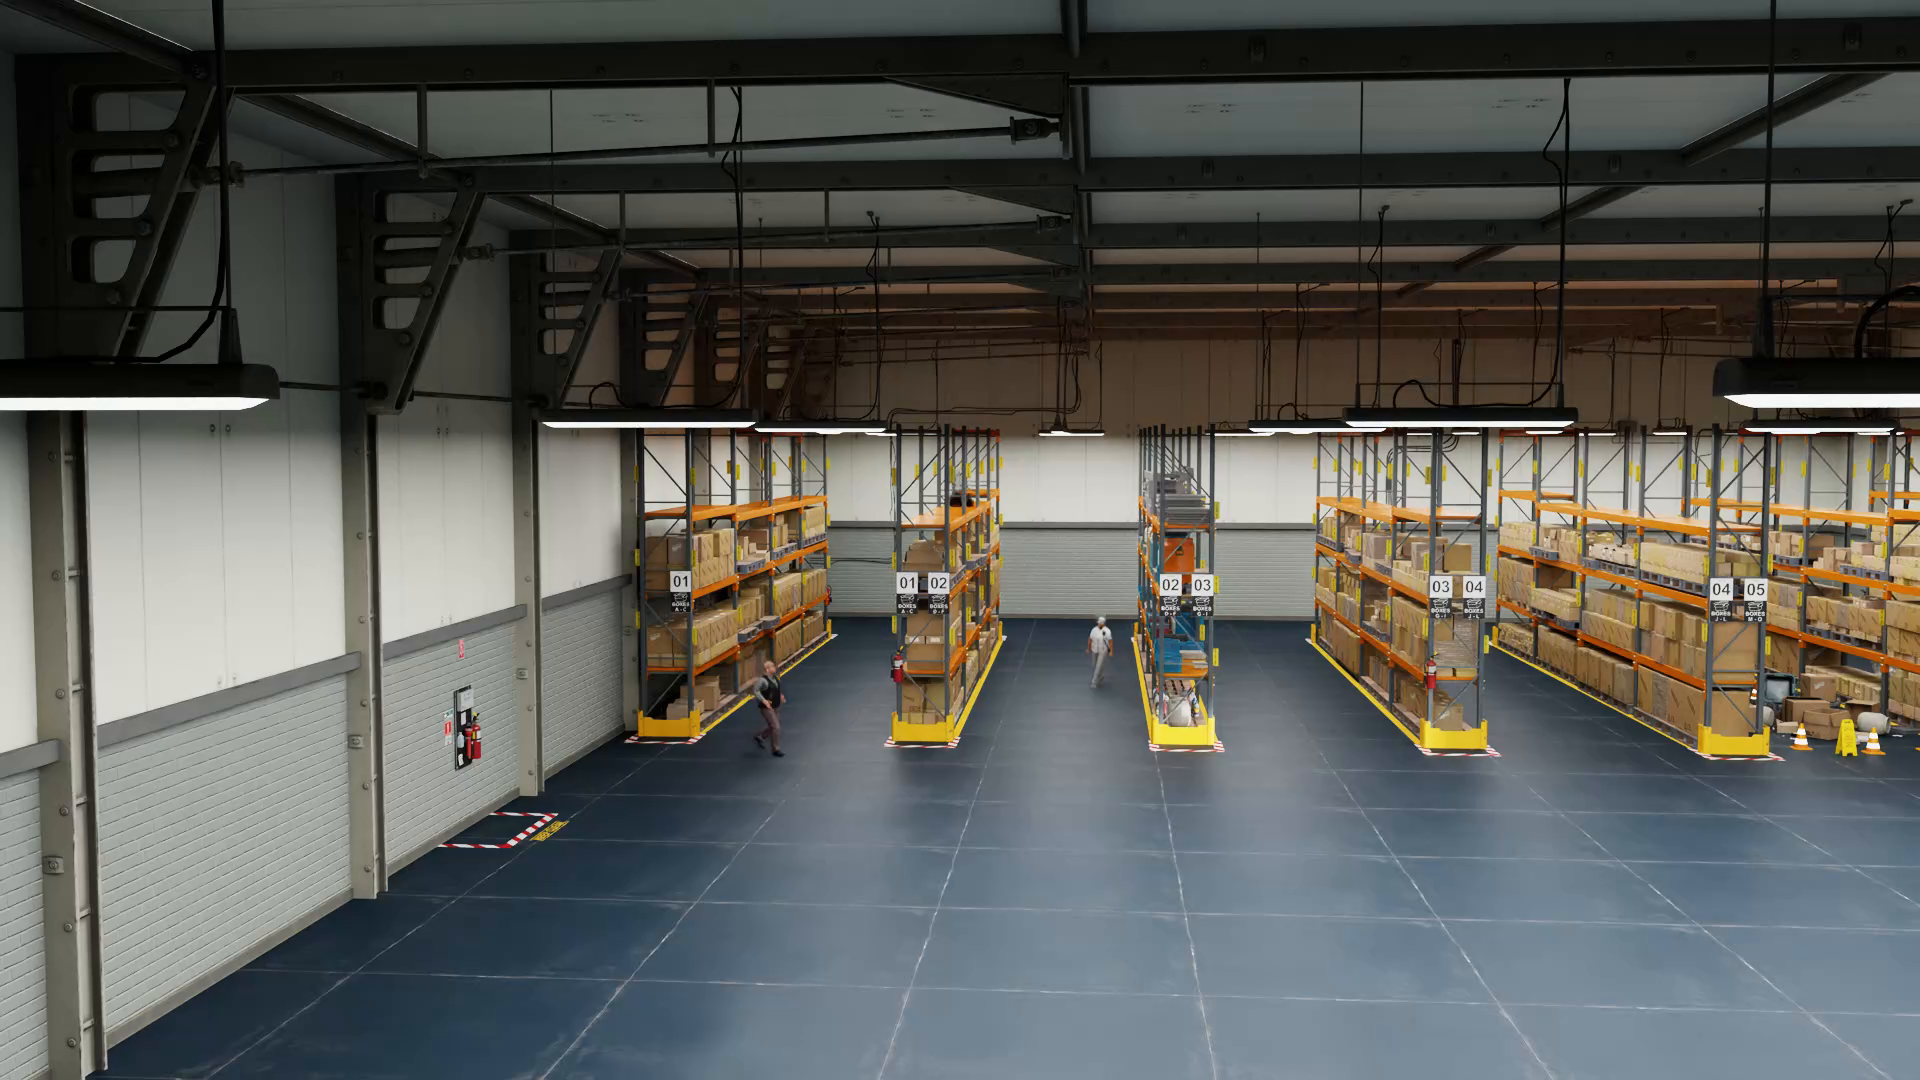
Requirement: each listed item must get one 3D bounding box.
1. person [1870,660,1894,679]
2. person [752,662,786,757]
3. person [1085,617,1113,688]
[{"bbox_3d":[21.206,2.544,38.178,0.651,1.737,0.790,0,3,-1],"label":"person"},{"bbox_3d":[-3.475,3.047,30.060,0.725,1.715,0.679,2,4,28],"label":"person"},{"bbox_3d":[3.231,2.579,38.480,0.665,1.611,0.901,1,4,22],"label":"person"}]
